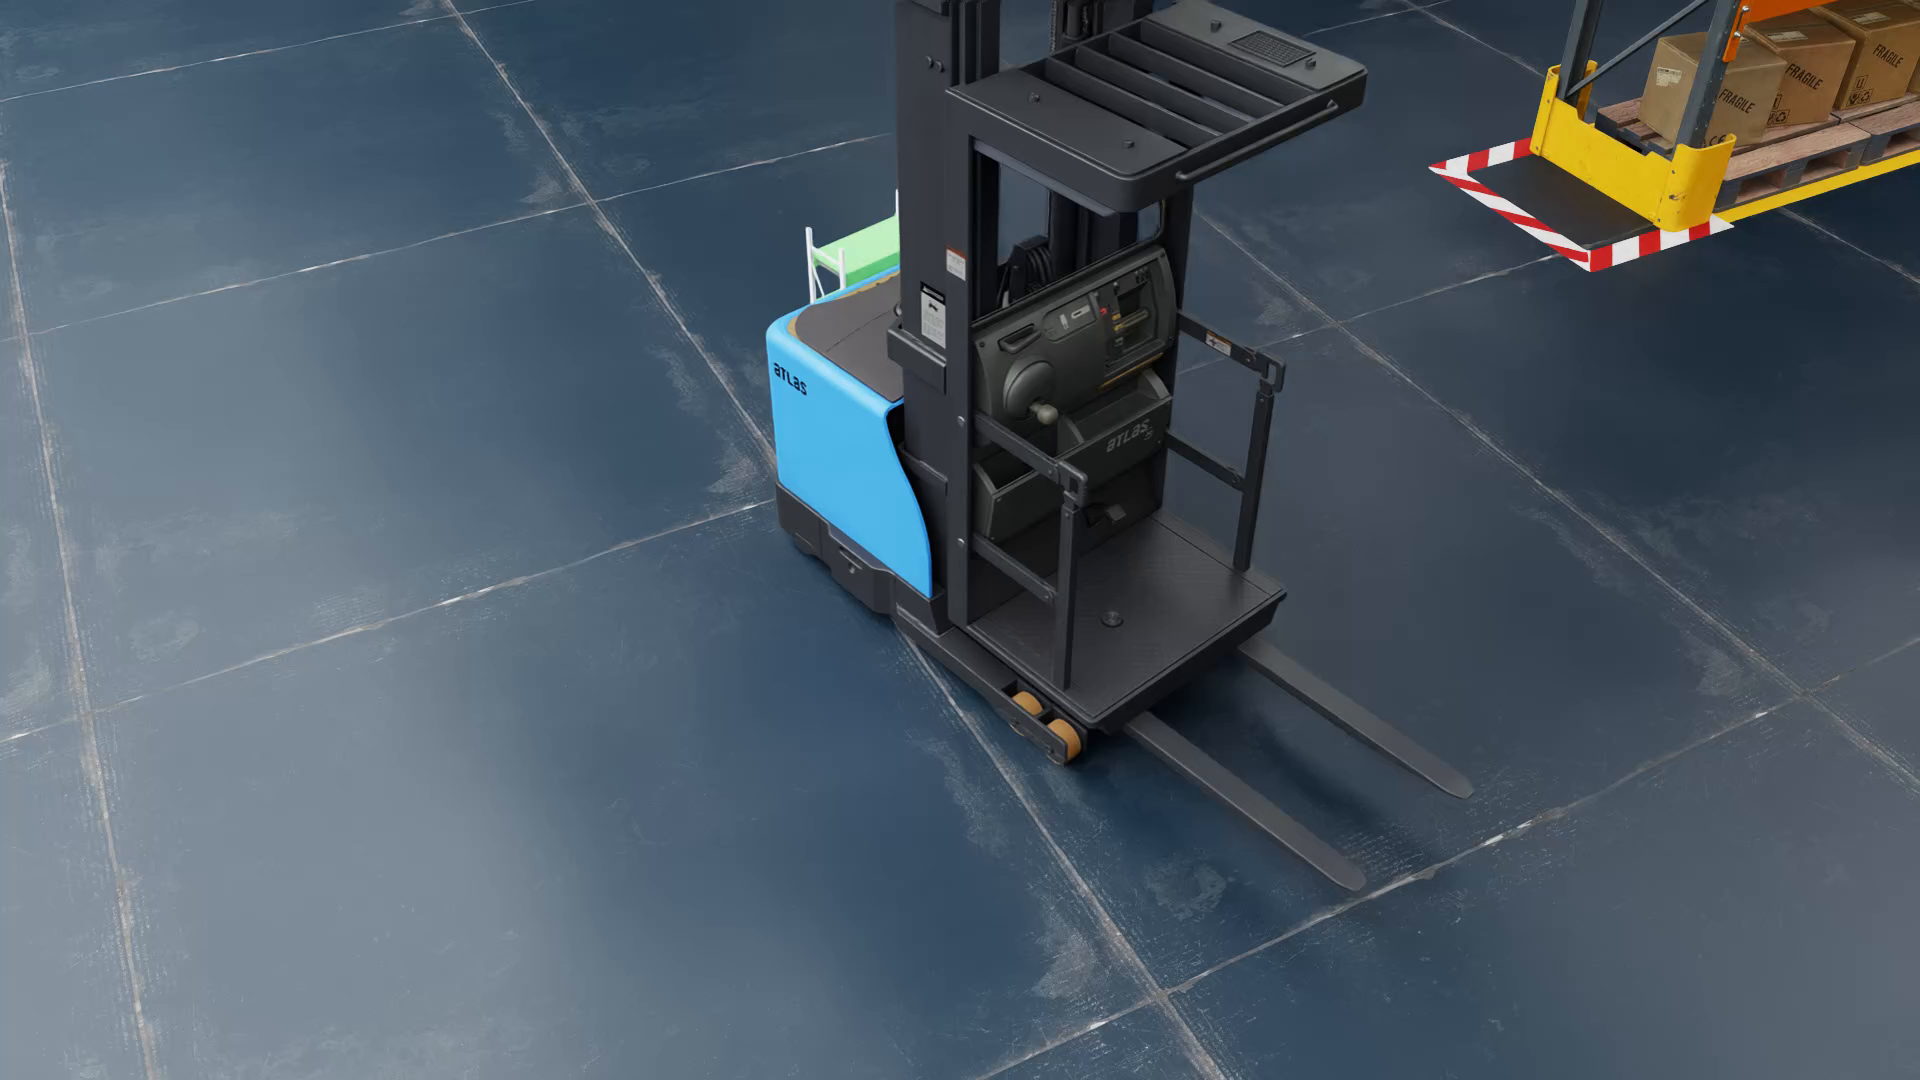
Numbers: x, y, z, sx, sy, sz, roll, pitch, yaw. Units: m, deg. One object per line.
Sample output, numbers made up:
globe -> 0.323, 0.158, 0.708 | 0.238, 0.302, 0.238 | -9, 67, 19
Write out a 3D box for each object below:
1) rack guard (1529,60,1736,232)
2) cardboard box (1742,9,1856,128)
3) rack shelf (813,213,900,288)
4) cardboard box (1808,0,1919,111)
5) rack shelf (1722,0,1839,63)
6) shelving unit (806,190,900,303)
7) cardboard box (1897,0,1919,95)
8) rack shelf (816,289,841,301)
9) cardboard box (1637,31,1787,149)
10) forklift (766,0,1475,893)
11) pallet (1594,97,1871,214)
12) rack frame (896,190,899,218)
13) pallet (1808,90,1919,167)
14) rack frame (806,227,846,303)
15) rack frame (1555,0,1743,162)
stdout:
rack guard -> 3.837, -2.280, 9.557 | 0.348, 0.500, 1.175 | -19, 44, -21
cardboard box -> 4.845, -2.793, 9.837 | 0.500, 0.500, 0.500 | -8, 41, -9
rack shelf -> -0.375, -1.208, 7.104 | 0.480, 0.148, 0.258 | -30, 49, -30
cardboard box -> 5.409, -2.969, 10.045 | 0.500, 0.500, 0.500 | -15, 42, -17
rack shelf -> 5.543, -3.534, 9.660 | 4.000, 0.370, 1.077 | -19, 44, -21
shelving unit -> -0.375, -0.890, 7.373 | 0.503, 1.200, 0.258 | -30, 49, -30
cardboard box -> 5.925, -3.109, 10.211 | 0.500, 0.500, 0.500 | -22, 45, -24
rack shelf -> -0.375, -1.025, 7.259 | 0.480, 0.148, 0.258 | -30, 49, -30
cardboard box -> 4.331, -2.594, 9.603 | 0.500, 0.500, 0.500 | -11, 41, -13
forklift -> 0.563, -0.653, 5.752 | 1.130, 2.935, 3.031 | -30, 49, -30
pallet -> 4.574, -2.392, 9.913 | 1.213, 0.211, 1.003 | -19, 44, -21
rack frame -> -0.192, -0.995, 7.497 | 0.015, 1.200, 0.240 | -30, 49, -30
pallet -> 5.654, -2.754, 10.340 | 1.213, 0.211, 1.003 | -19, 44, -21
rack frame -> -0.558, -0.786, 7.250 | 0.015, 1.200, 0.240 | -30, 49, -30
rack frame -> 3.769, -3.212, 8.722 | 0.127, 3.000, 1.000 | -19, 44, -21
